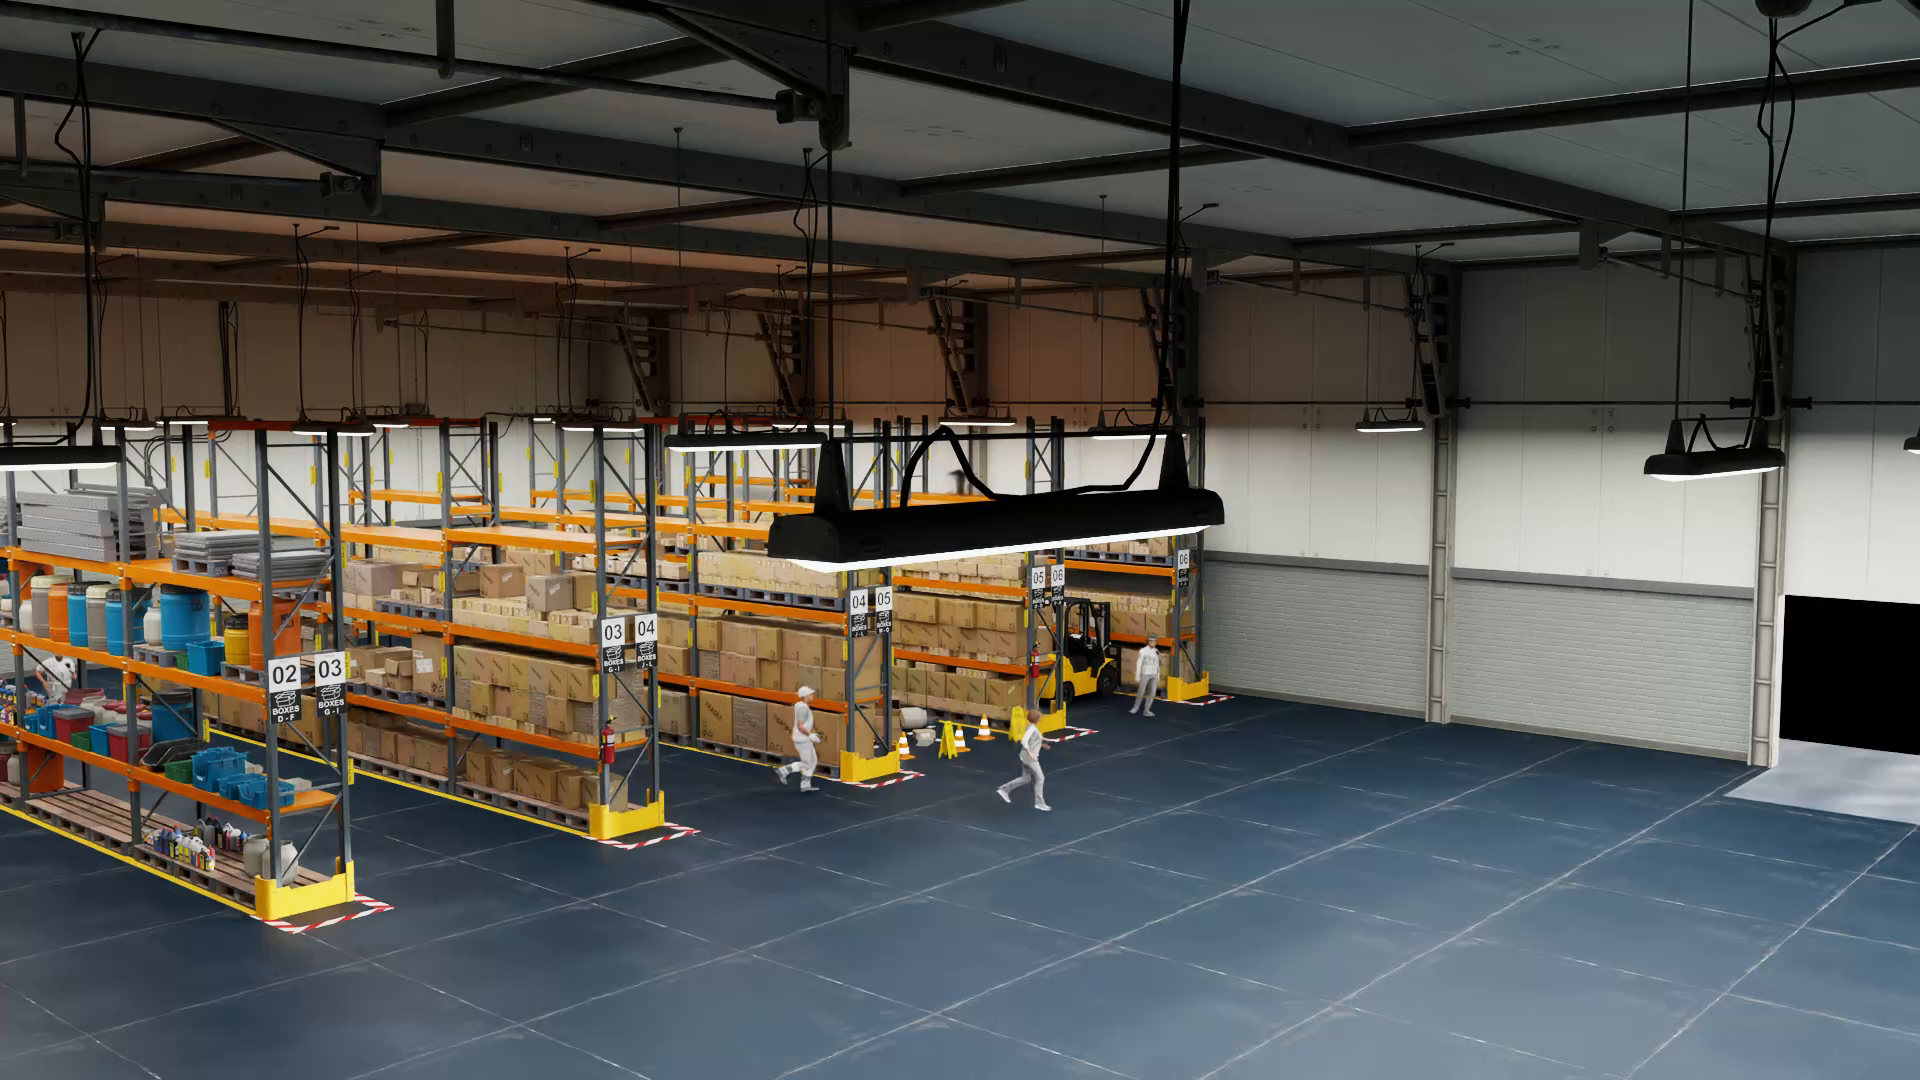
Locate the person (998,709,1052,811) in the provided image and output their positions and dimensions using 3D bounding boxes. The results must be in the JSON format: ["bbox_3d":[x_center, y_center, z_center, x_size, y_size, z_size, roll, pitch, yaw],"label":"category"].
[{"bbox_3d":[1.013,3.424,25.742,0.844,1.565,0.519,0,5,-5],"label":"person"}]

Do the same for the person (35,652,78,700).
[{"bbox_3d":[-17.028,2.848,31.467,0.670,1.785,0.666,4,6,40],"label":"person"}]

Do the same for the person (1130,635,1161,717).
[{"bbox_3d":[3.736,2.727,33.512,0.593,1.652,0.478,-3,5,-30],"label":"person"}]

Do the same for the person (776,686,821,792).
[{"bbox_3d":[-2.624,3.230,26.931,0.728,1.728,0.641,-1,5,-7],"label":"person"}]
